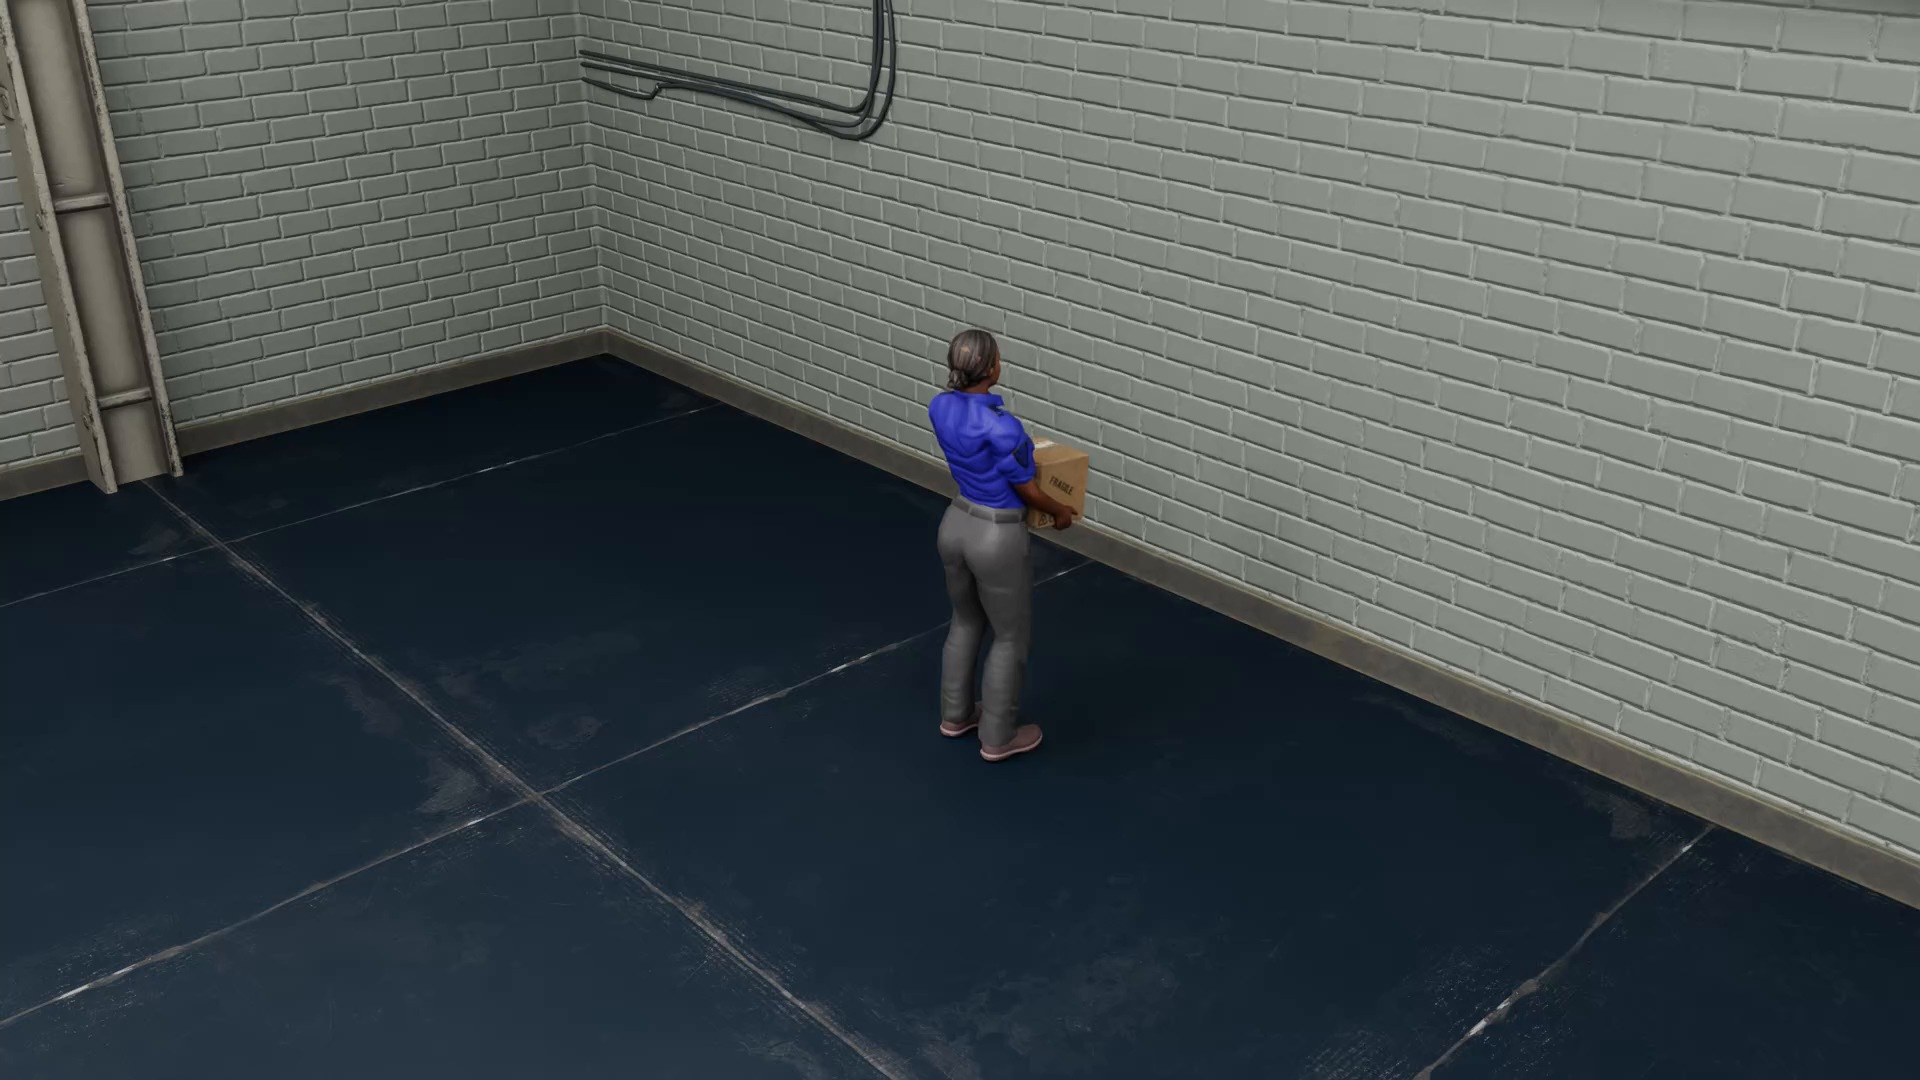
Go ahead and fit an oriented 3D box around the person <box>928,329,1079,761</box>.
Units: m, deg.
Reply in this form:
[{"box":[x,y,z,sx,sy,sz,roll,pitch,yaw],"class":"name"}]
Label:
[{"box":[0.159,-0.005,6.133,0.512,1.650,0.451,-20,31,-37],"class":"person"}]
